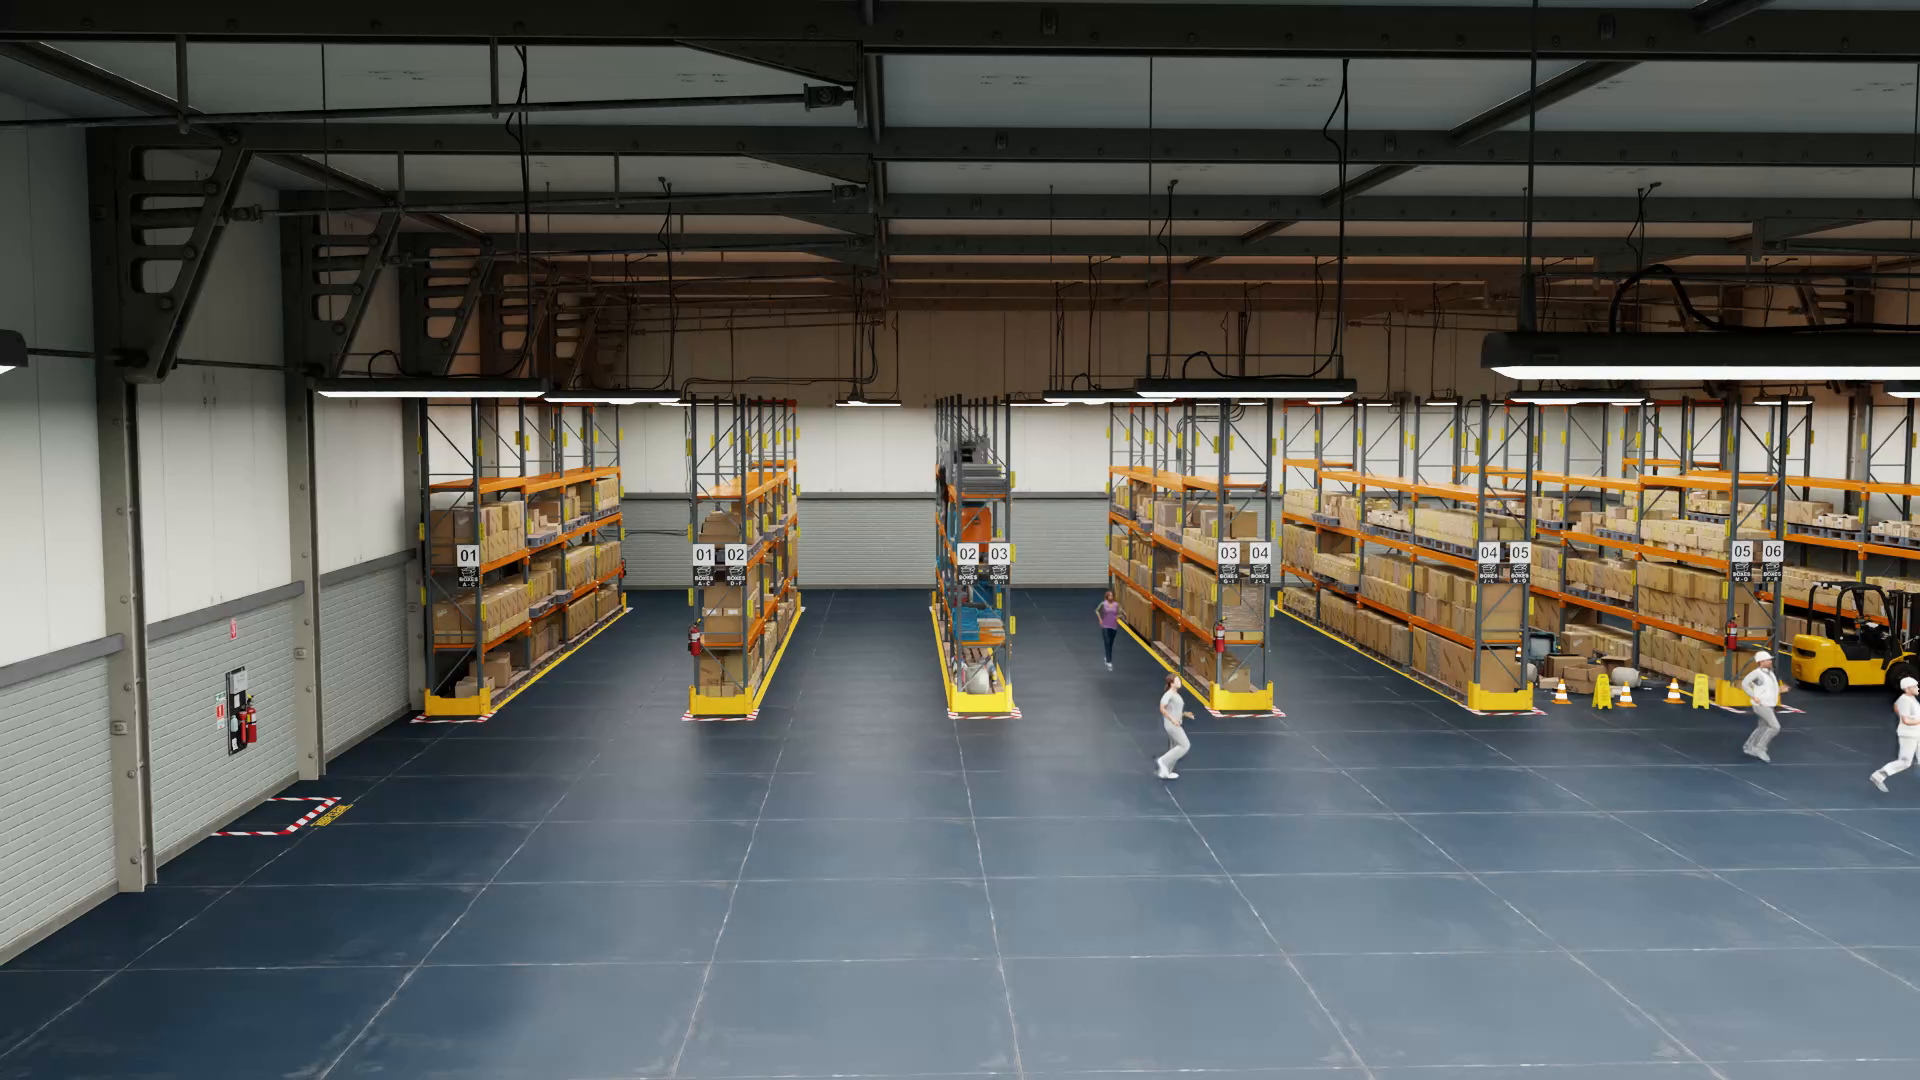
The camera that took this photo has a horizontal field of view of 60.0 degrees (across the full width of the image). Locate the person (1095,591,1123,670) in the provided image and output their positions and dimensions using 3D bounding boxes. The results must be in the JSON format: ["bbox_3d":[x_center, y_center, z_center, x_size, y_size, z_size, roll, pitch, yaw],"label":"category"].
[{"bbox_3d":[3.143,1.868,34.922,0.537,1.624,0.794,-1,5,-8],"label":"person"}]

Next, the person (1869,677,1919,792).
[{"bbox_3d":[14.020,2.889,24.443,1.069,1.743,0.677,4,6,42],"label":"person"}]

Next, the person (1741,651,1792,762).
[{"bbox_3d":[13.139,2.715,27.107,0.639,1.795,0.702,-4,6,-44],"label":"person"}]

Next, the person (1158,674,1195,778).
[{"bbox_3d":[3.345,2.877,25.708,0.538,1.625,0.534,1,5,17],"label":"person"}]
